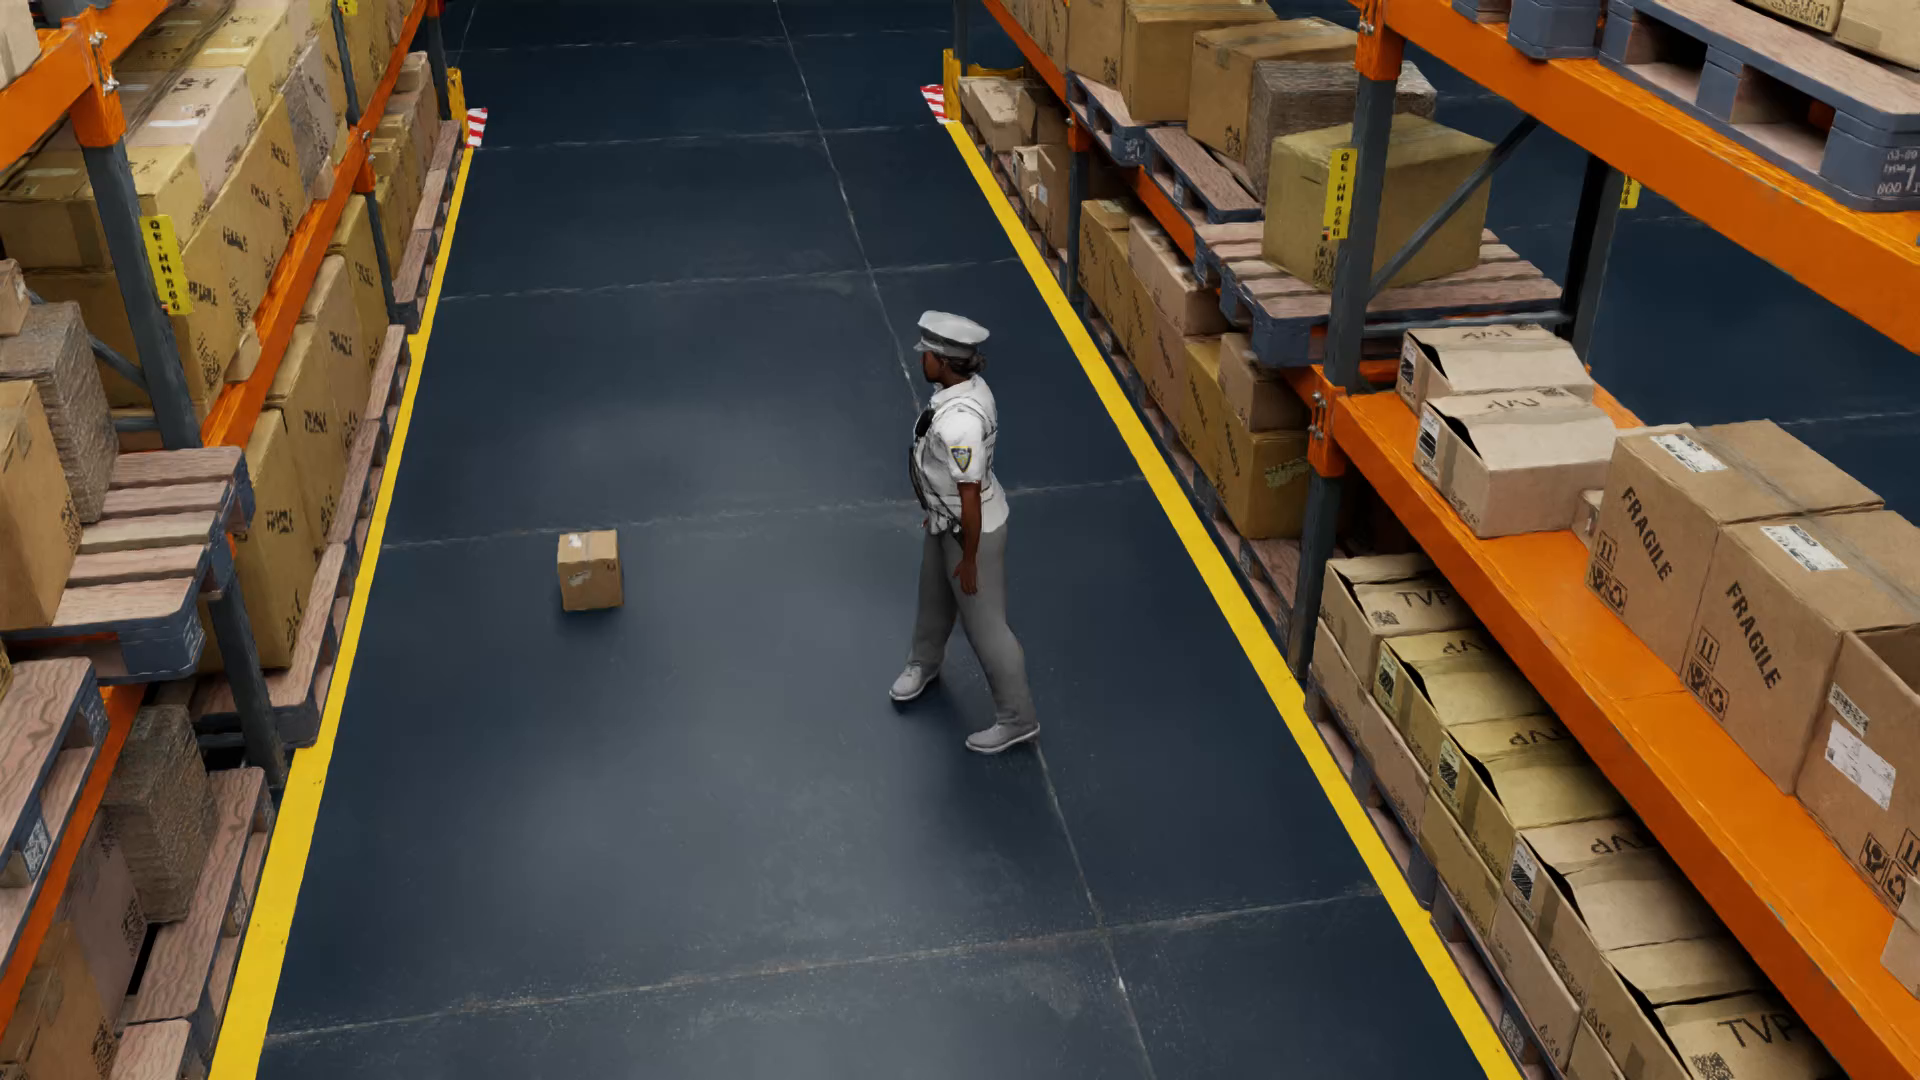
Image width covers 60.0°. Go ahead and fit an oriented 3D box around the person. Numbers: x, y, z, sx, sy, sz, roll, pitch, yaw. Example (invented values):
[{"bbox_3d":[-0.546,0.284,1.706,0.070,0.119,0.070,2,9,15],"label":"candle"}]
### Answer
[{"bbox_3d":[0.006,-0.027,6.187,0.562,1.670,0.580,-2,31,-3],"label":"person"}]
